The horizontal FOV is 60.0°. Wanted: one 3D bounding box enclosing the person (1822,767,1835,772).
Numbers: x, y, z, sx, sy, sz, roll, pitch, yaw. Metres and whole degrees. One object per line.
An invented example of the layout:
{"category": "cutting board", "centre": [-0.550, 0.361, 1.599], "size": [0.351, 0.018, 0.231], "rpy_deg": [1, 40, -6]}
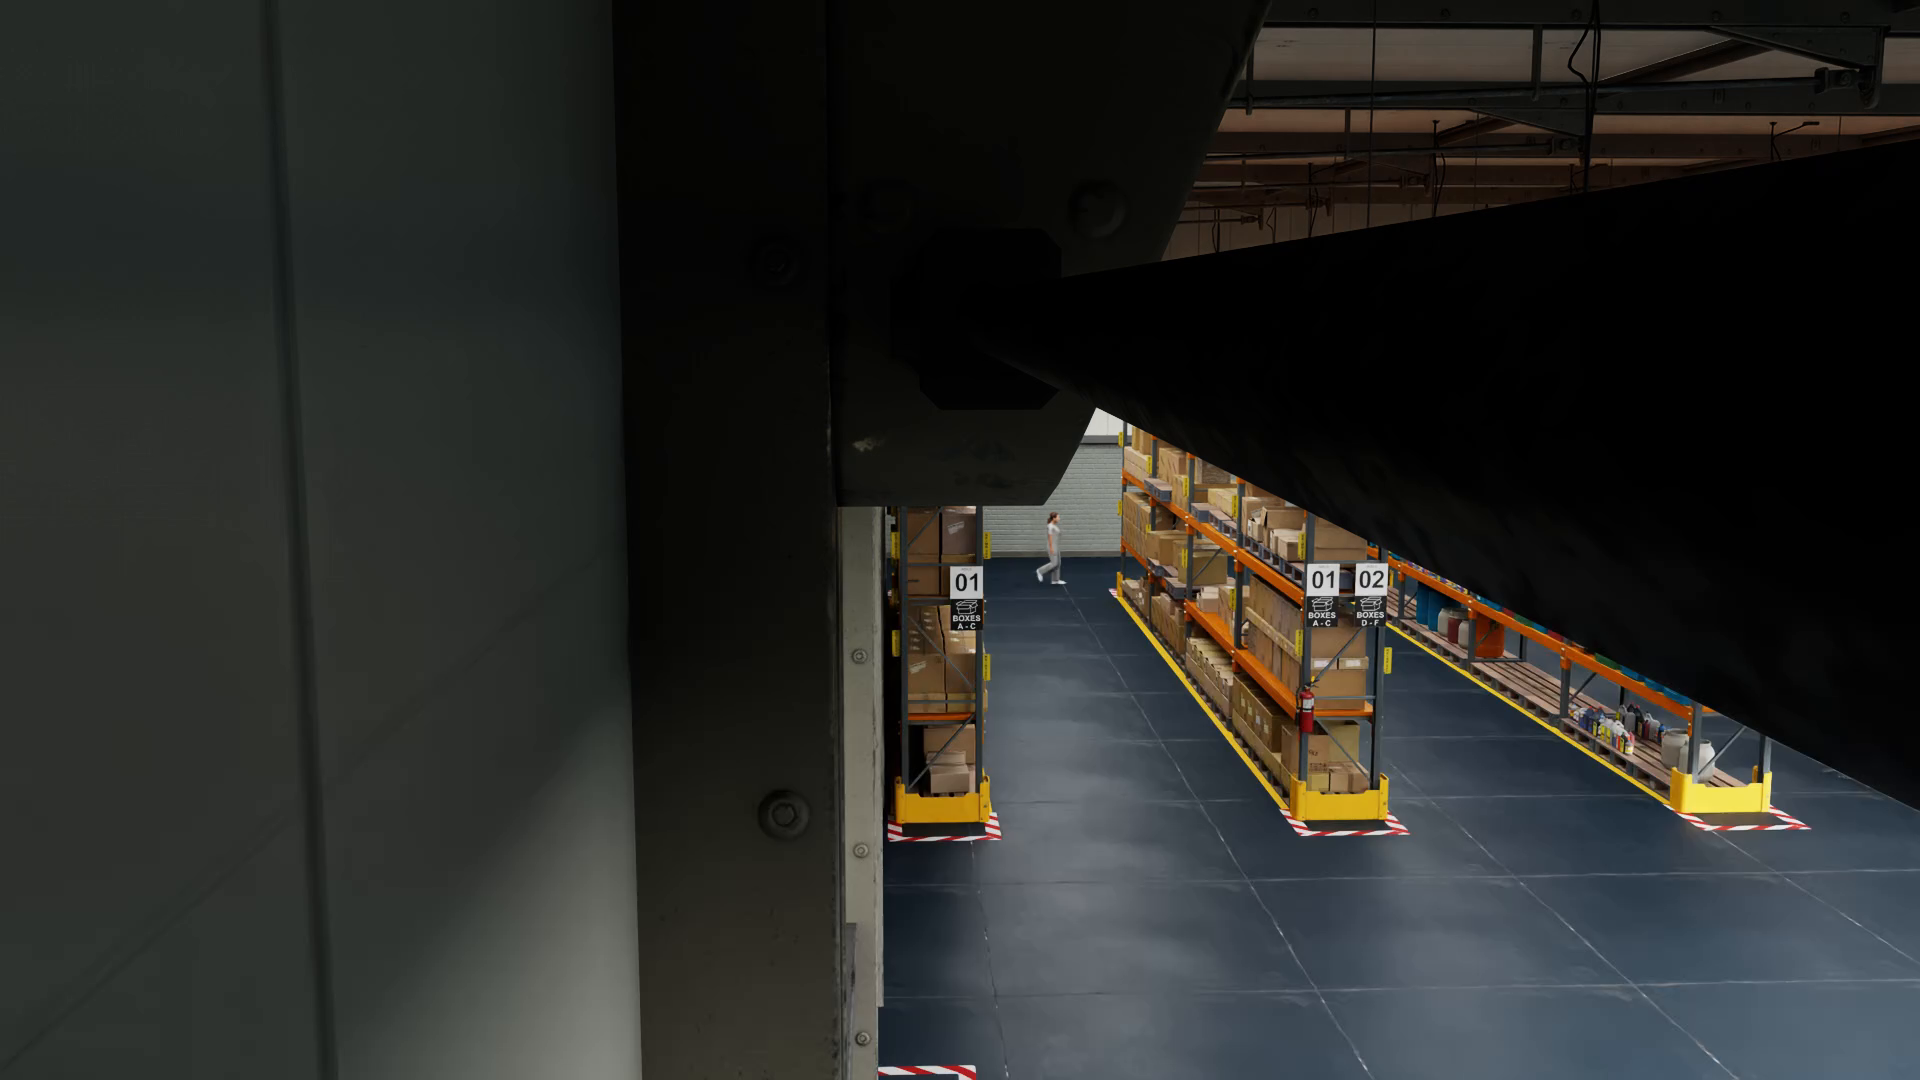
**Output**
{"category": "person", "centre": [12.048, 2.366, 22.504], "size": [0.509, 1.675, 0.517], "rpy_deg": [-2, 8, -16]}

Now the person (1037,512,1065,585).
{"category": "person", "centre": [2.071, 0.185, 37.800], "size": [0.617, 1.668, 0.486], "rpy_deg": [3, 9, 20]}
